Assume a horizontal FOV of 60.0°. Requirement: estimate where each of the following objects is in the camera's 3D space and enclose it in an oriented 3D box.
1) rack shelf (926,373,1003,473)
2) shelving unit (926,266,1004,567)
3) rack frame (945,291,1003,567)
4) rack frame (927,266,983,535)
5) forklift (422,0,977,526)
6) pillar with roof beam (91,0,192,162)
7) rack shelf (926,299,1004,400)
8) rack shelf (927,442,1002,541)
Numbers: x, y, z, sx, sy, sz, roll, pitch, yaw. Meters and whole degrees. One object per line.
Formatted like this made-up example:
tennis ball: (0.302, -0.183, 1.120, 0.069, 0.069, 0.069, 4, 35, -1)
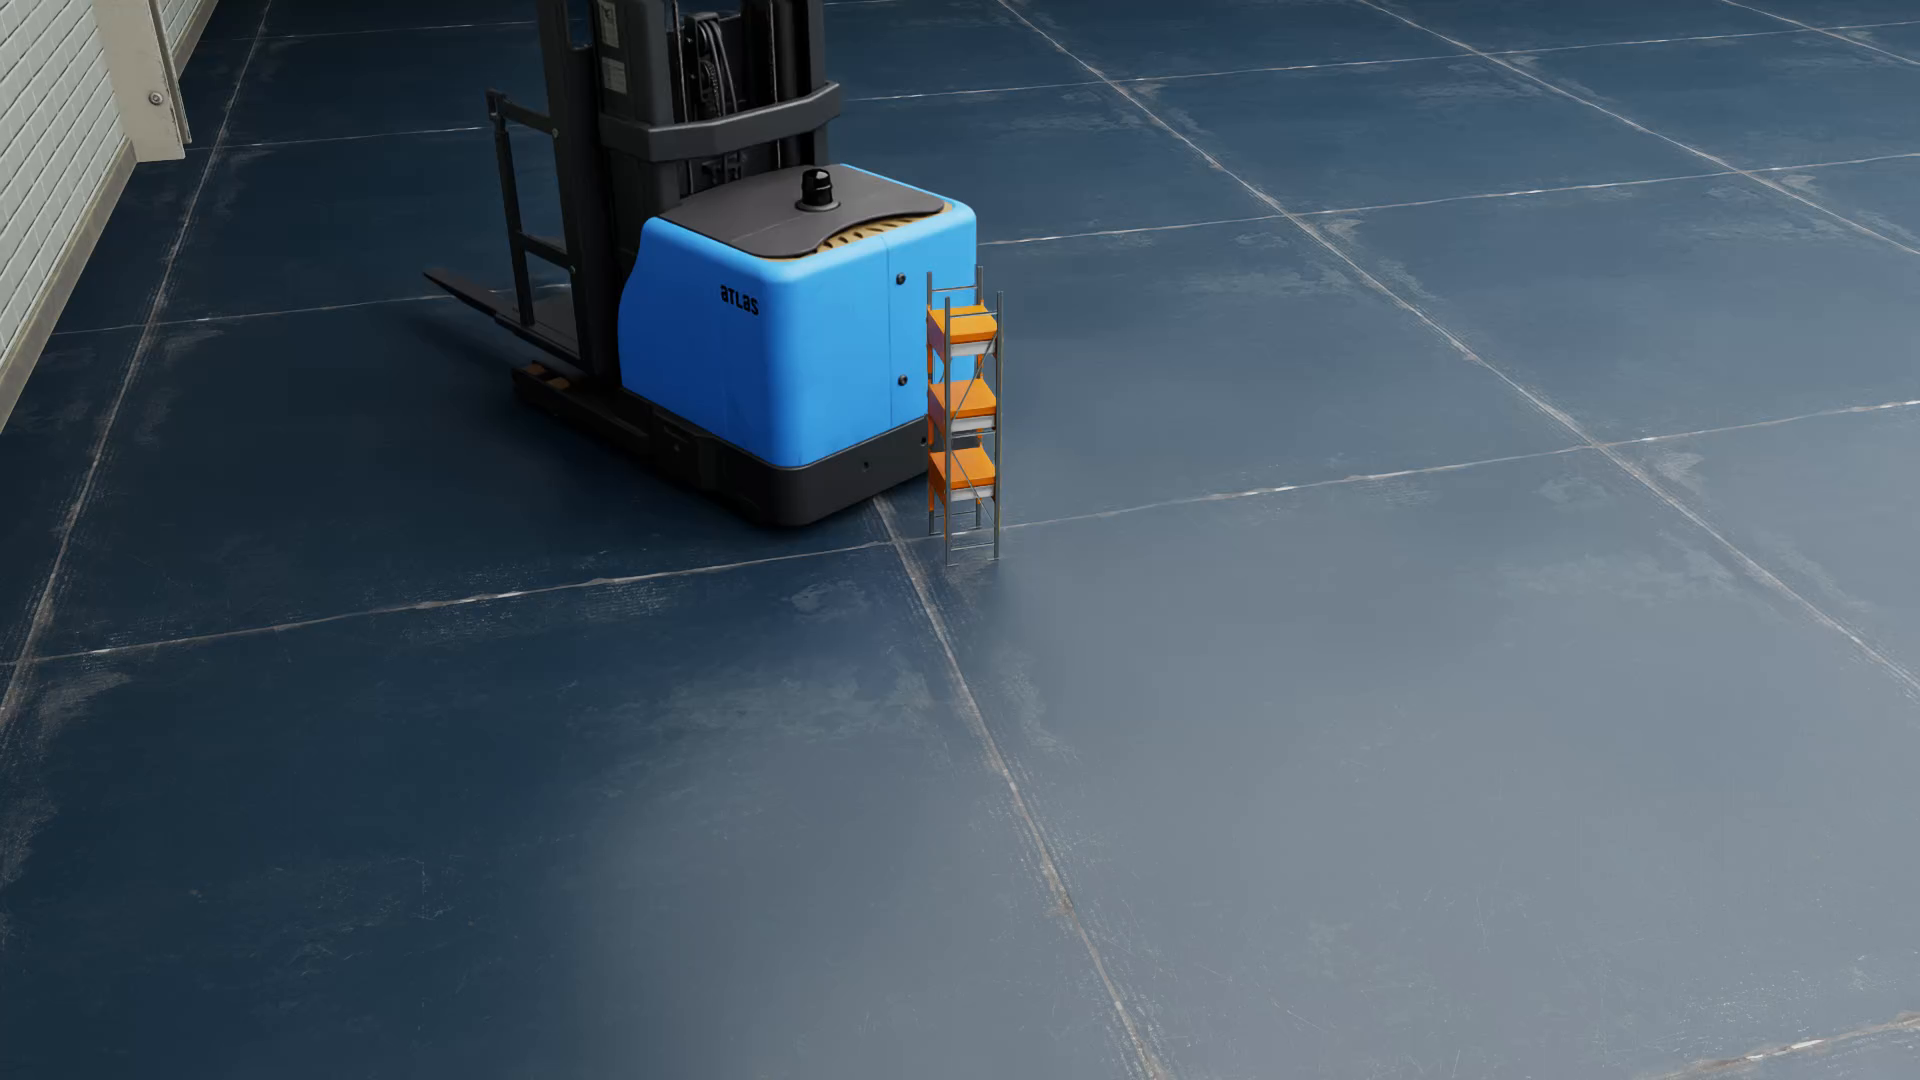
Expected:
rack shelf: (0.014, -0.419, 5.948, 0.215, 0.259, 0.240, -8, 31, -13)
shelving unit: (0.014, -0.429, 5.942, 0.215, 1.050, 0.252, -8, 31, -13)
rack frame: (0.047, -0.370, 5.841, 0.200, 1.050, 0.008, -8, 31, -13)
rack frame: (-0.018, -0.487, 6.044, 0.200, 1.050, 0.008, -8, 31, -13)
forklift: (-1.313, -1.961, 6.711, 1.130, 2.935, 3.031, -26, 39, -37)
pillar with roof beam: (-0.880, -6.916, 9.216, 9.100, 9.000, 0.400, -8, 31, -13)
rack shelf: (0.014, -0.665, 5.806, 0.215, 0.259, 0.240, -8, 31, -13)
rack shelf: (0.014, -0.179, 6.087, 0.215, 0.259, 0.240, -8, 31, -13)
